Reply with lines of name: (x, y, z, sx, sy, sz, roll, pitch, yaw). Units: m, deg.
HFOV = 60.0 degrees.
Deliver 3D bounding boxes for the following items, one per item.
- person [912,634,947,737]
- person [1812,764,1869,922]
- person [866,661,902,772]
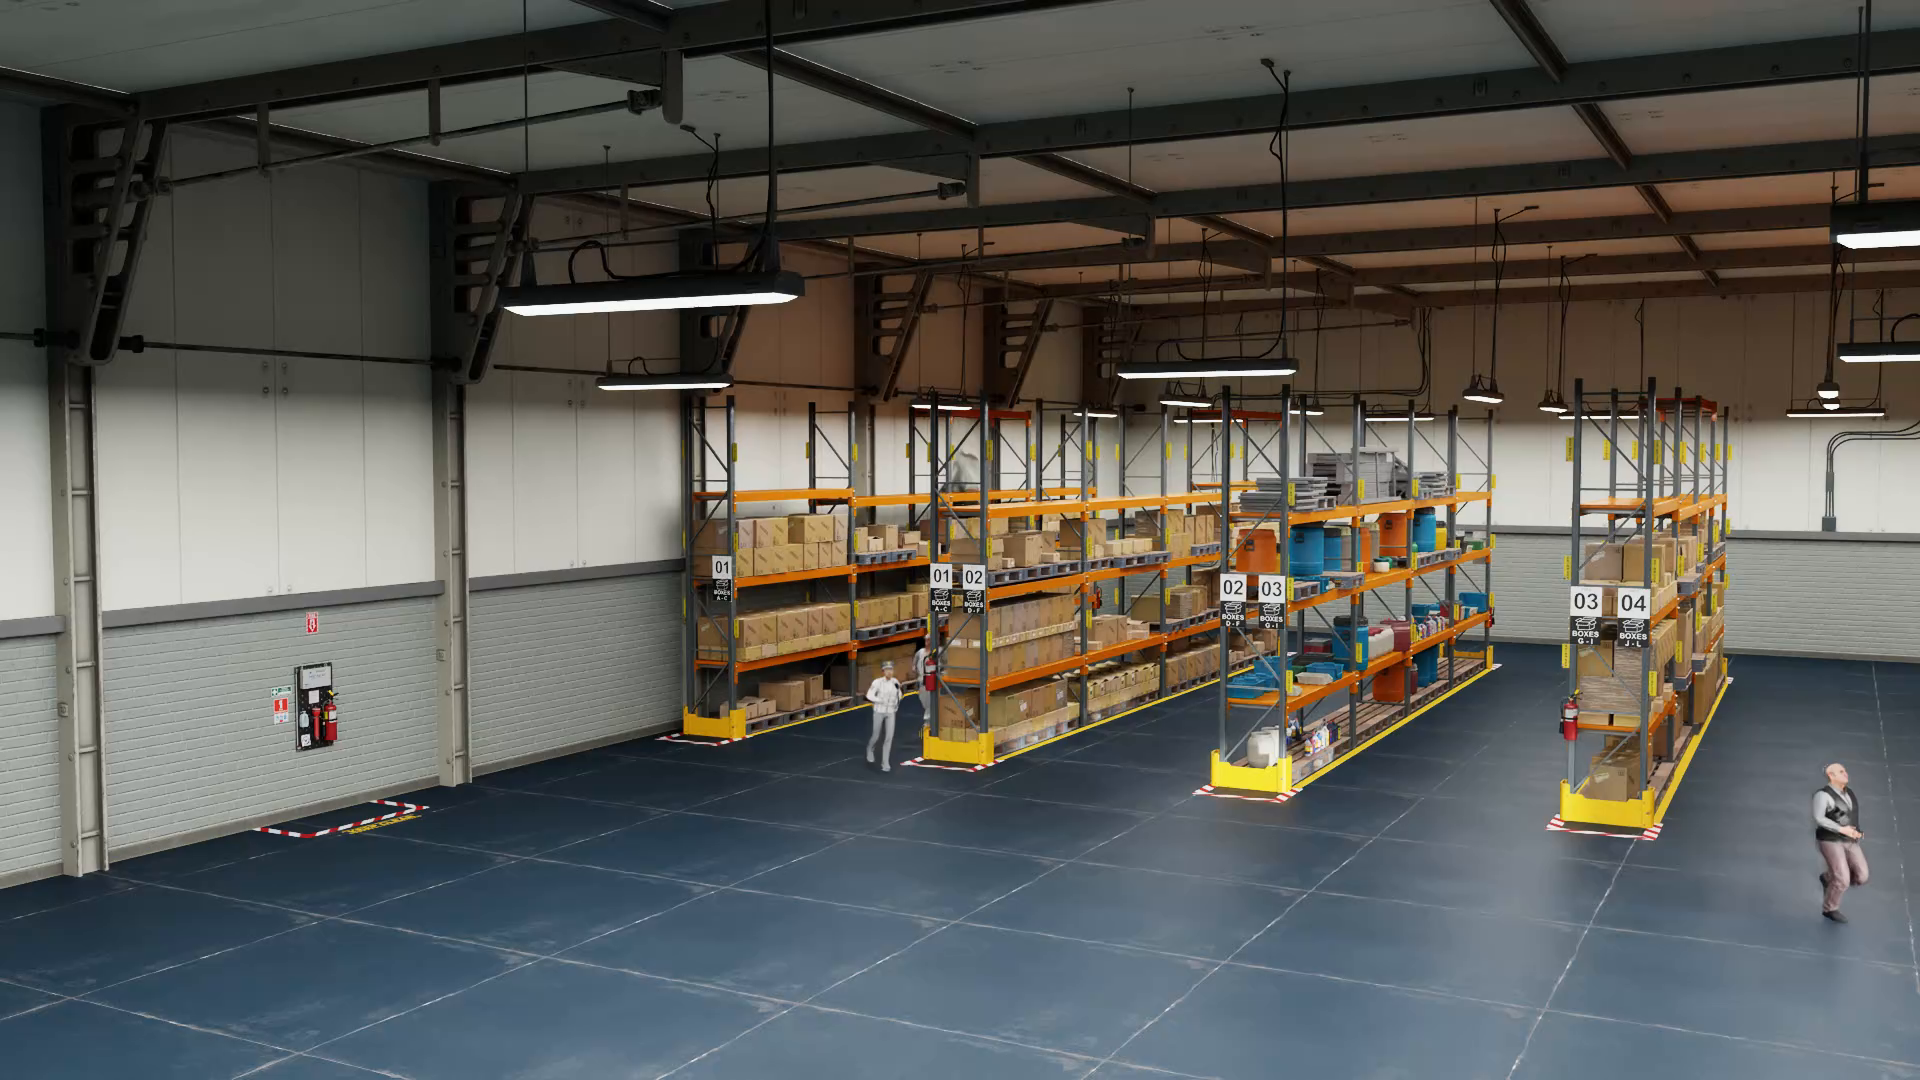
person: (-0.546, 2.531, 29.368, 0.654, 1.776, 0.985, 1, 3, 21)
person: (9.432, 3.234, 17.829, 0.682, 1.673, 0.603, -1, 3, -26)
person: (-1.191, 2.764, 26.433, 0.625, 1.711, 0.856, -1, 3, -18)
